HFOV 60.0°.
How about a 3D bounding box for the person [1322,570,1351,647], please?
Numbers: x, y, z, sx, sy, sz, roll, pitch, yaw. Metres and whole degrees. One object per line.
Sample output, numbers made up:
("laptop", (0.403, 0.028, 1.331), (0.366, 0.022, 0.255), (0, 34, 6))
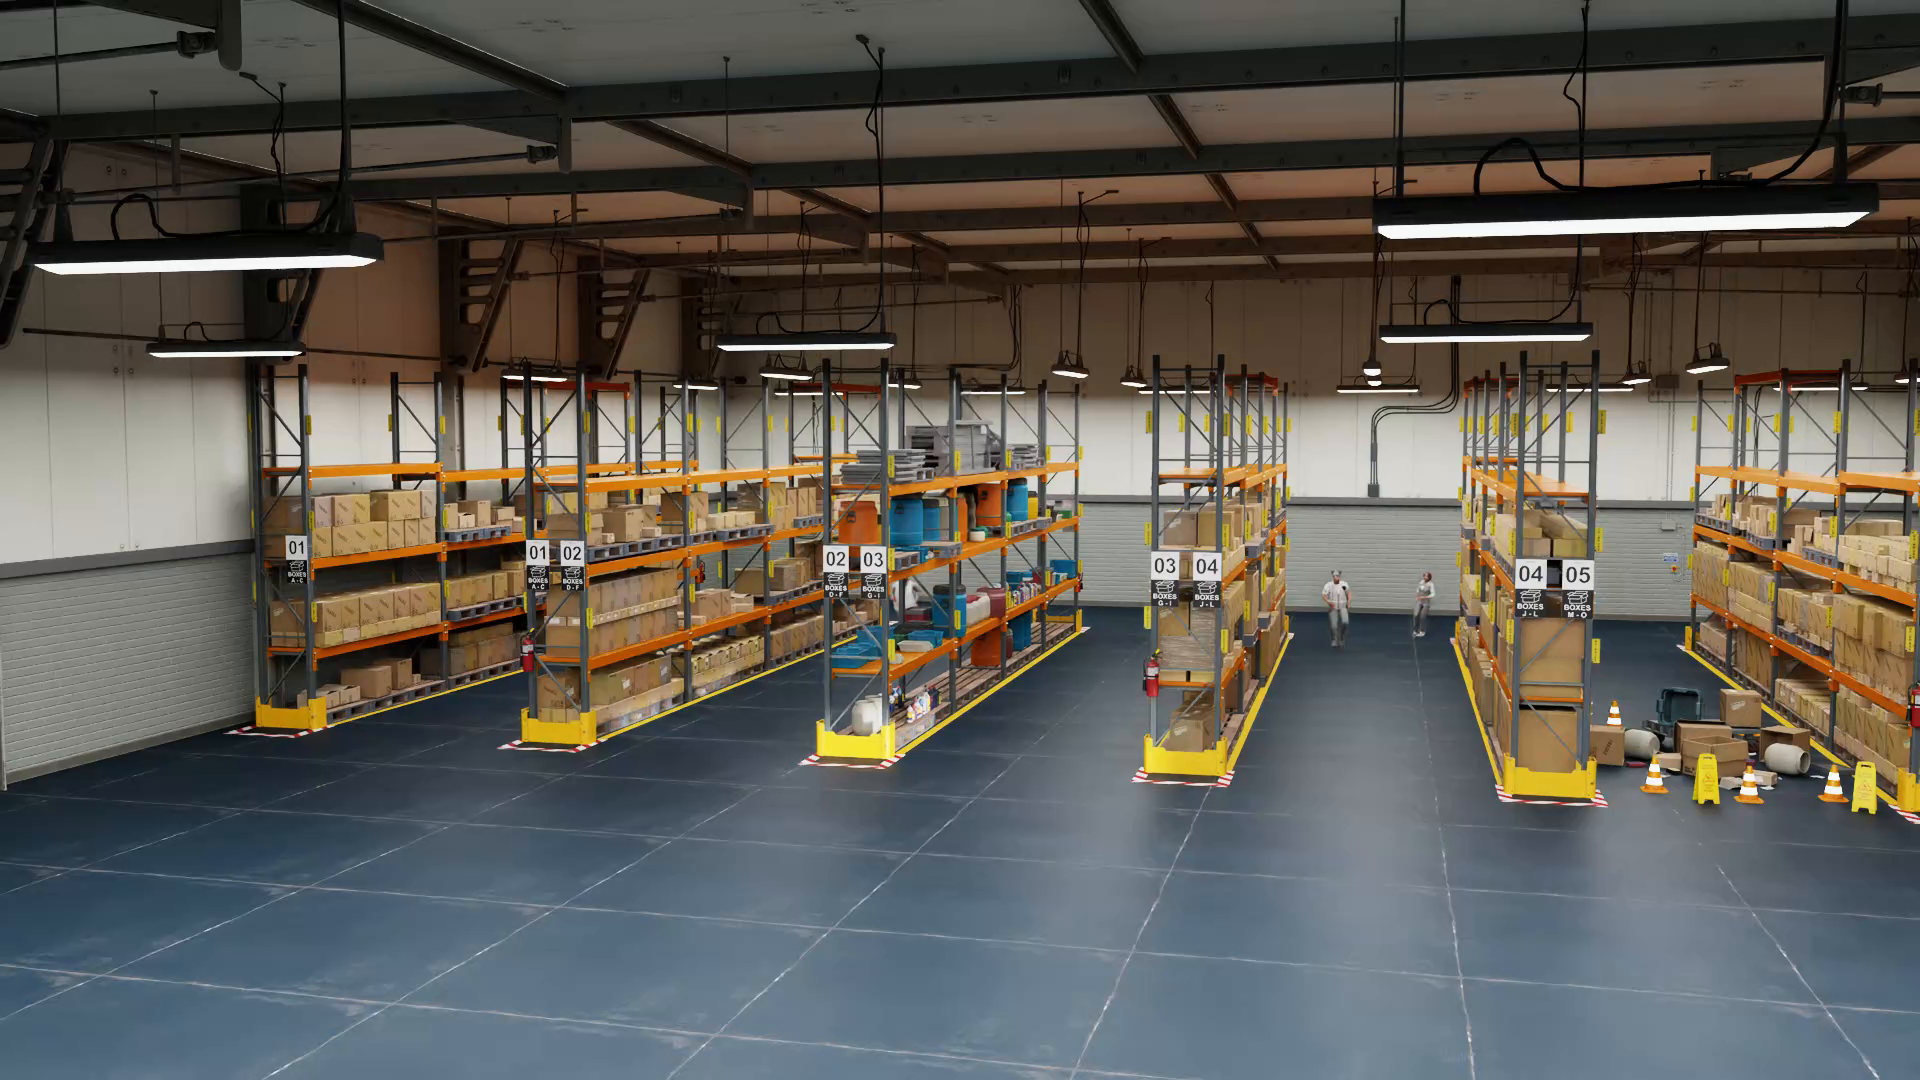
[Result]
("person", (8.523, 1.541, 37.529), (0.681, 1.756, 0.623), (0, 4, 3))

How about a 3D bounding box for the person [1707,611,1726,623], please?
("person", (17.391, 1.528, 37.992), (0.769, 1.547, 0.634), (4, 5, 43))

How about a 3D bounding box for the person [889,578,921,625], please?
("person", (-1.154, 1.463, 34.238), (0.610, 1.820, 0.845), (1, 4, 14))

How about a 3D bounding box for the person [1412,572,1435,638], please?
("person", (10.937, 1.525, 39.155), (0.522, 1.582, 0.622), (3, 5, 38))
